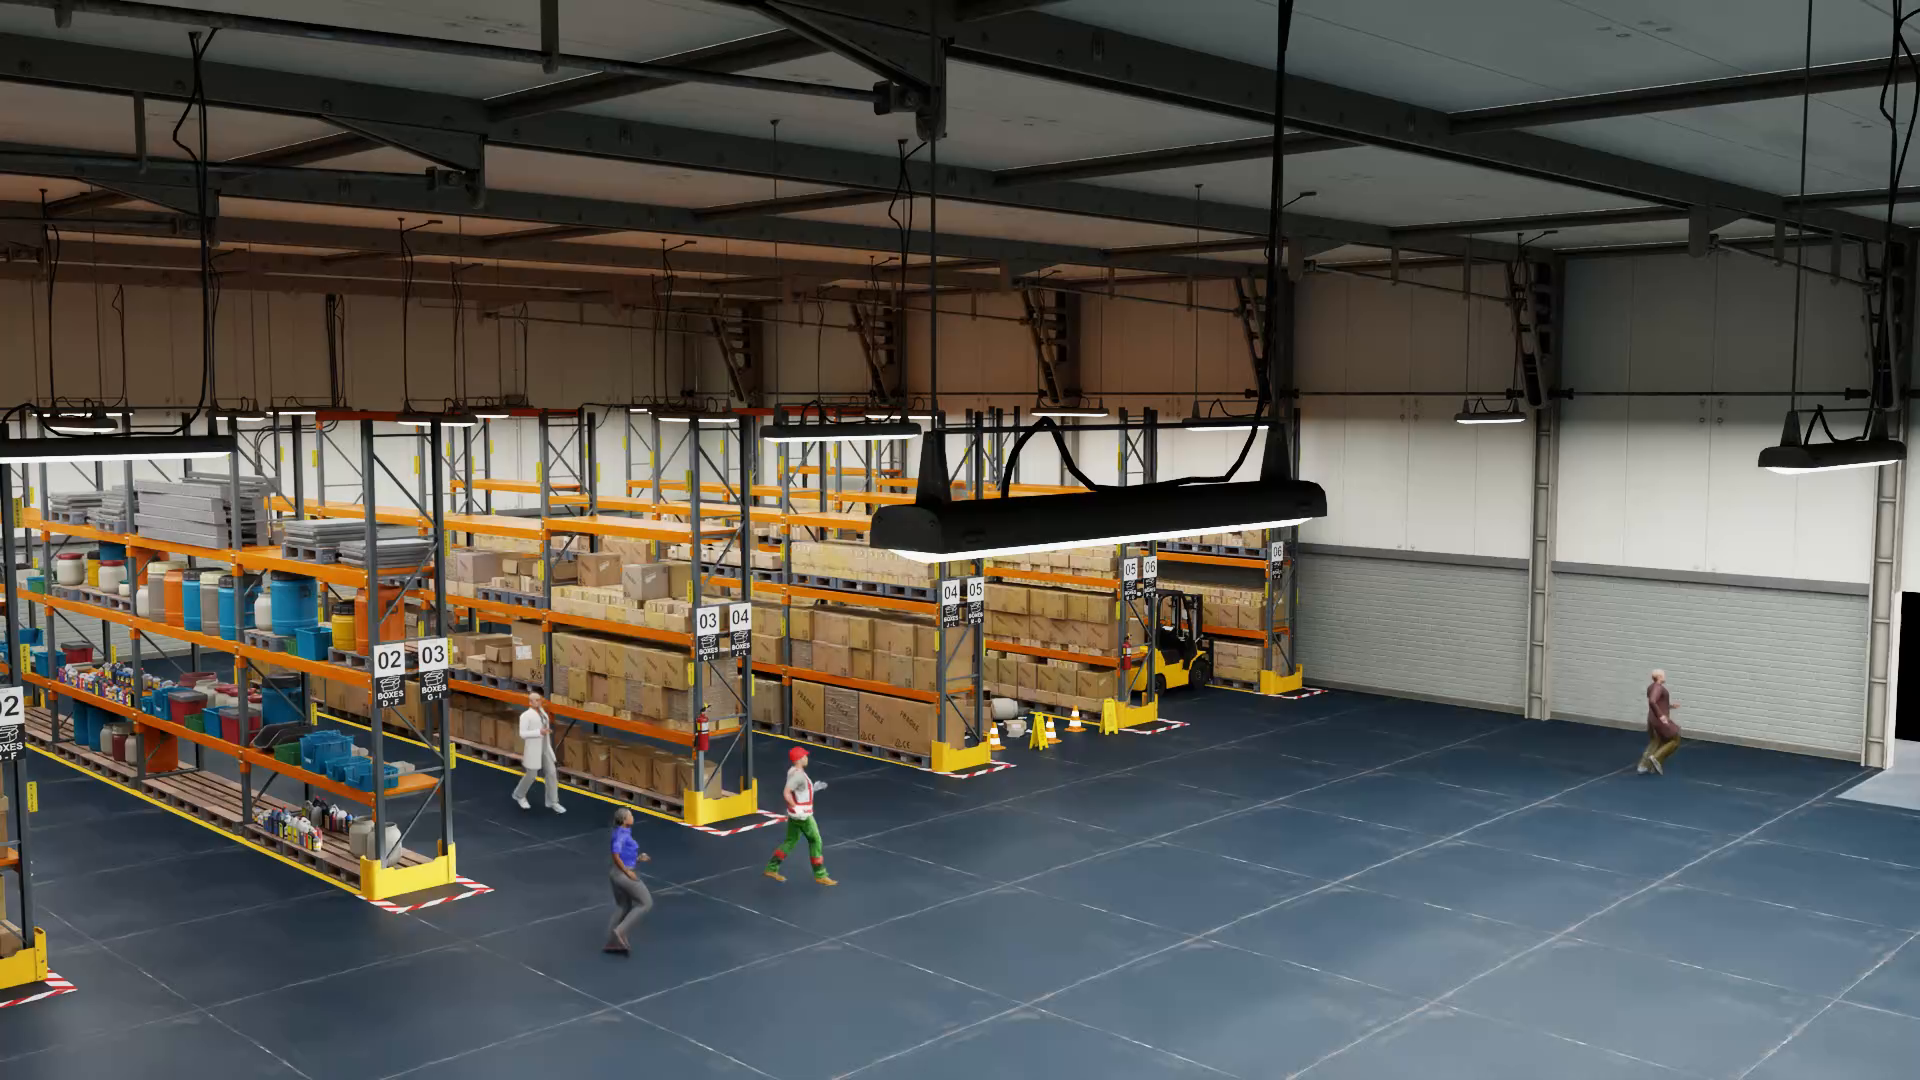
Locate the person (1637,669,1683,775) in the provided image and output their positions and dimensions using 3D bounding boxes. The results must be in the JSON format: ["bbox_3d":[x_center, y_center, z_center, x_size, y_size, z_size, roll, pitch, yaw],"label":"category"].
[{"bbox_3d":[11.621,3.005,27.551,0.712,1.741,0.685,0,5,1],"label":"person"}]

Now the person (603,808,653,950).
[{"bbox_3d":[-3.766,3.845,18.903,0.608,1.606,0.548,-3,6,-29],"label":"person"}]

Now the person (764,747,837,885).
[{"bbox_3d":[-2.044,3.532,21.233,0.925,1.810,0.655,-2,5,-19],"label":"person"}]

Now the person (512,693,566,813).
[{"bbox_3d":[-6.375,3.191,25.067,0.949,1.792,0.701,3,6,30],"label":"person"}]
